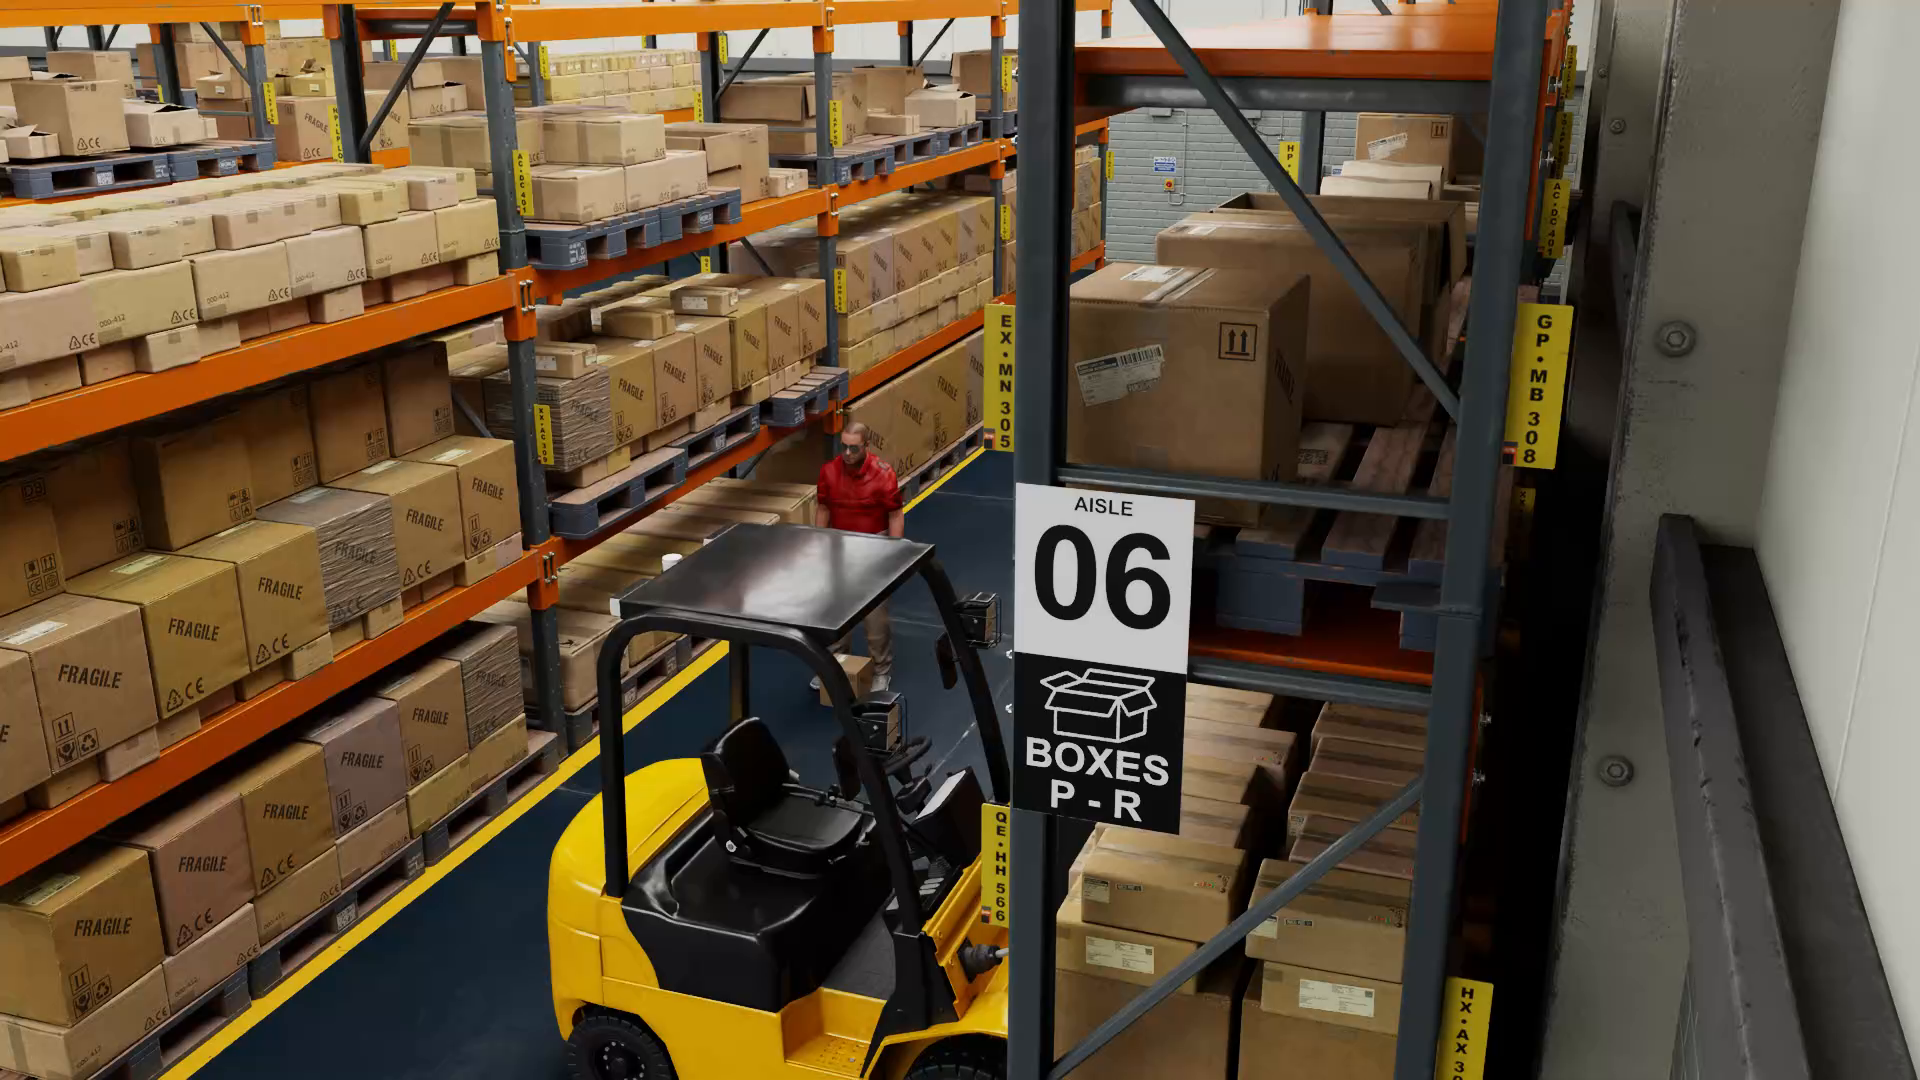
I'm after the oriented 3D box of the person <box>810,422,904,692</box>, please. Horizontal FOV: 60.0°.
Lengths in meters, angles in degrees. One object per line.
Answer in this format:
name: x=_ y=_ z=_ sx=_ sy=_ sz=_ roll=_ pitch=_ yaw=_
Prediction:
person: x=-0.633 y=0.098 z=10.288 sx=0.586 sy=1.727 sz=0.393 roll=6 pitch=20 yaw=19
